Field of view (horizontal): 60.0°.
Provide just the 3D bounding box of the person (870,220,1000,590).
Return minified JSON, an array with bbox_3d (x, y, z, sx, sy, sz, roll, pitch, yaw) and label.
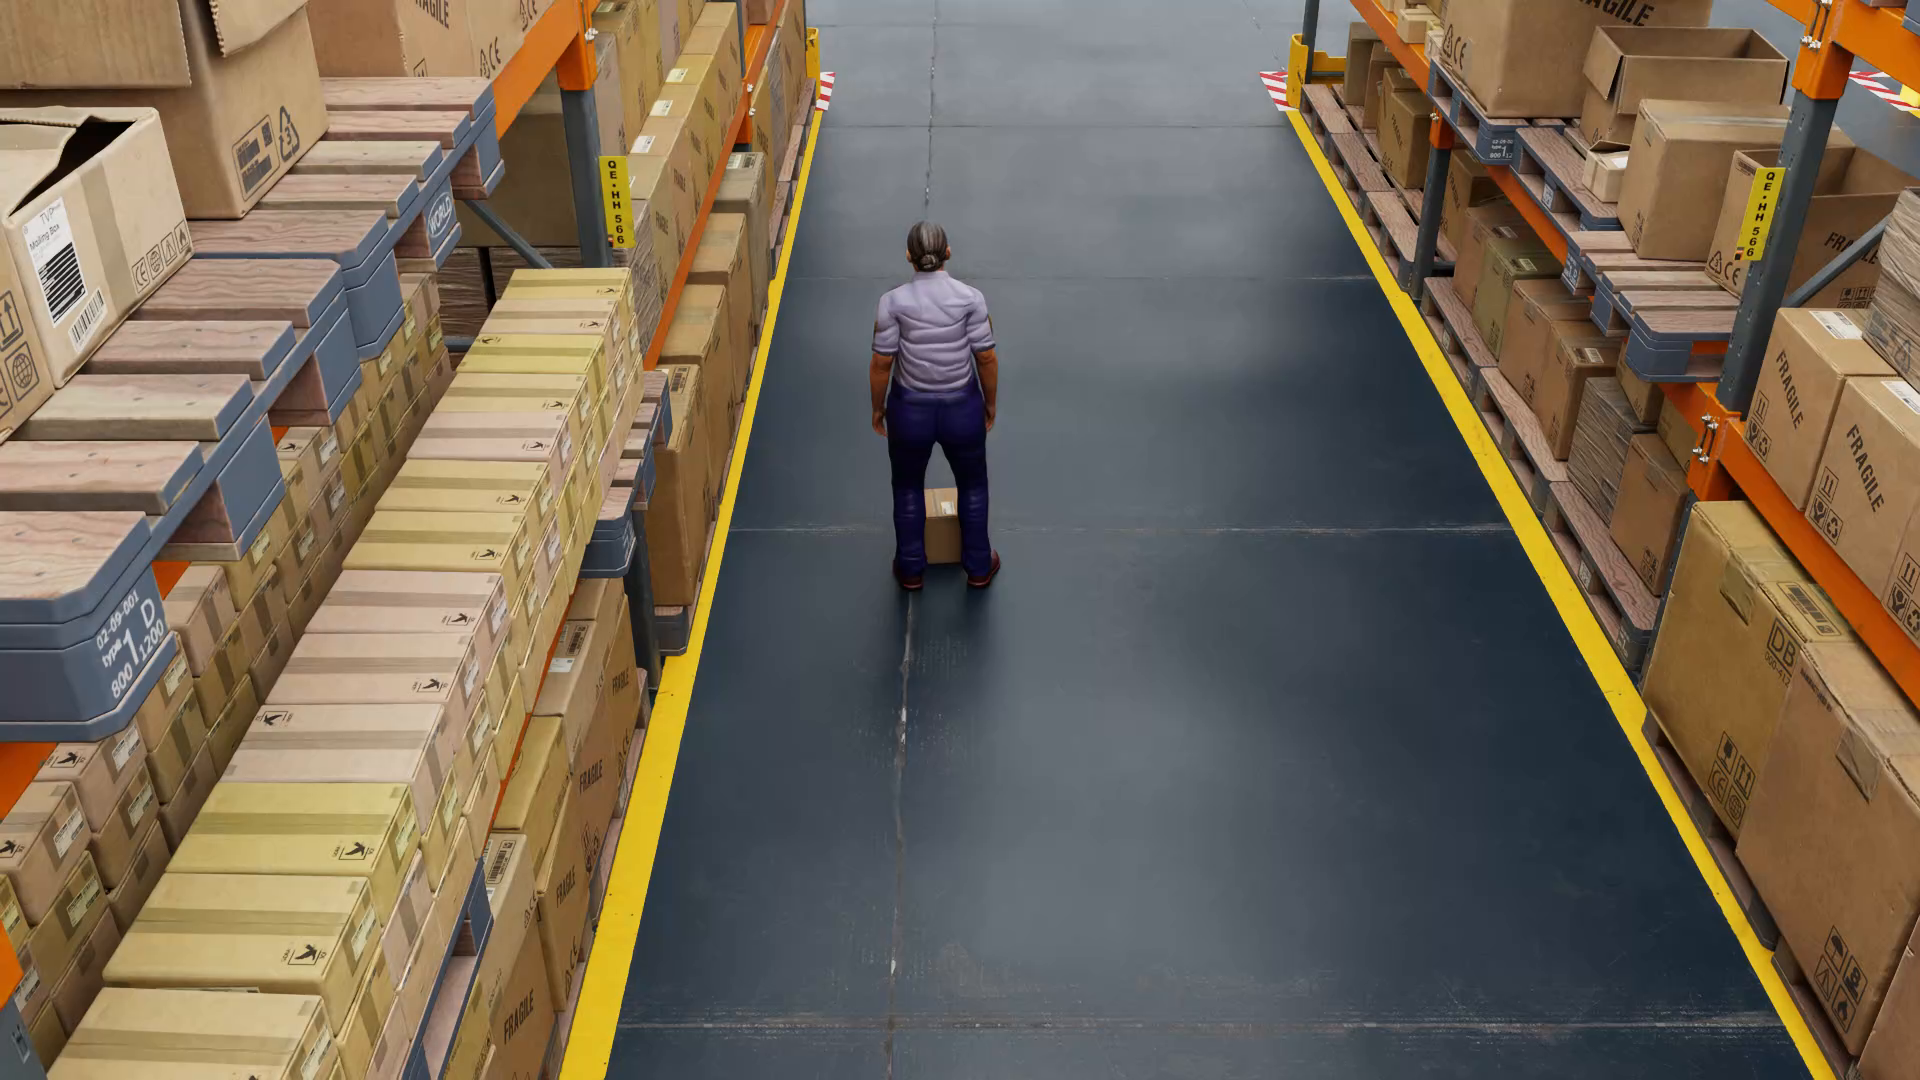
[{"bbox_3d":[-0.093,-0.534,7.005,0.562,1.653,0.363,-2,32,-3],"label":"person"}]
